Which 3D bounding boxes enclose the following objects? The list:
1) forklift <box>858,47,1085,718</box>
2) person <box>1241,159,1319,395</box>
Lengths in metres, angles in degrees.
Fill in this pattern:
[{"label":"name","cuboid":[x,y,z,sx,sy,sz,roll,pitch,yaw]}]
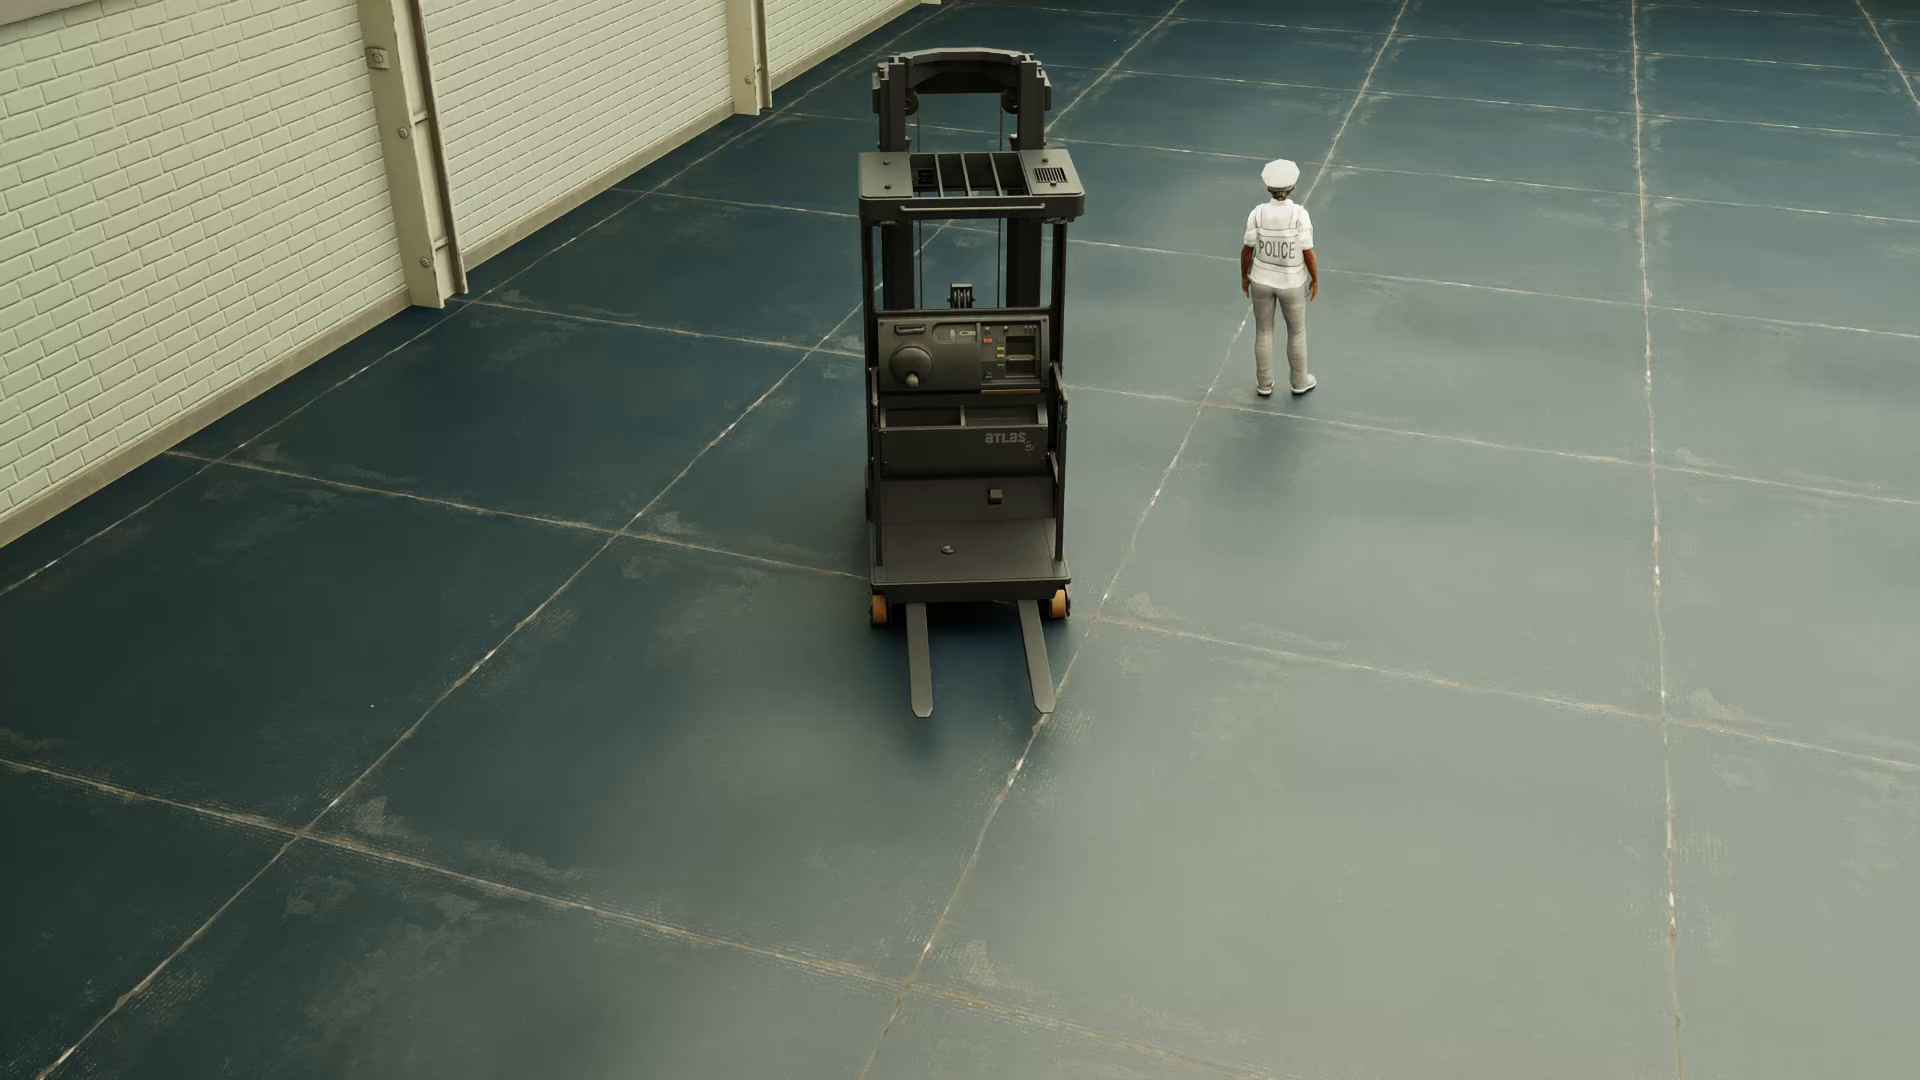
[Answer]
[{"label":"forklift","cuboid":[0.035,-0.972,8.842,1.130,2.935,3.031,-2,30,-3]},{"label":"person","cuboid":[2.241,-1.820,11.564,0.569,1.694,0.530,11,32,19]}]
